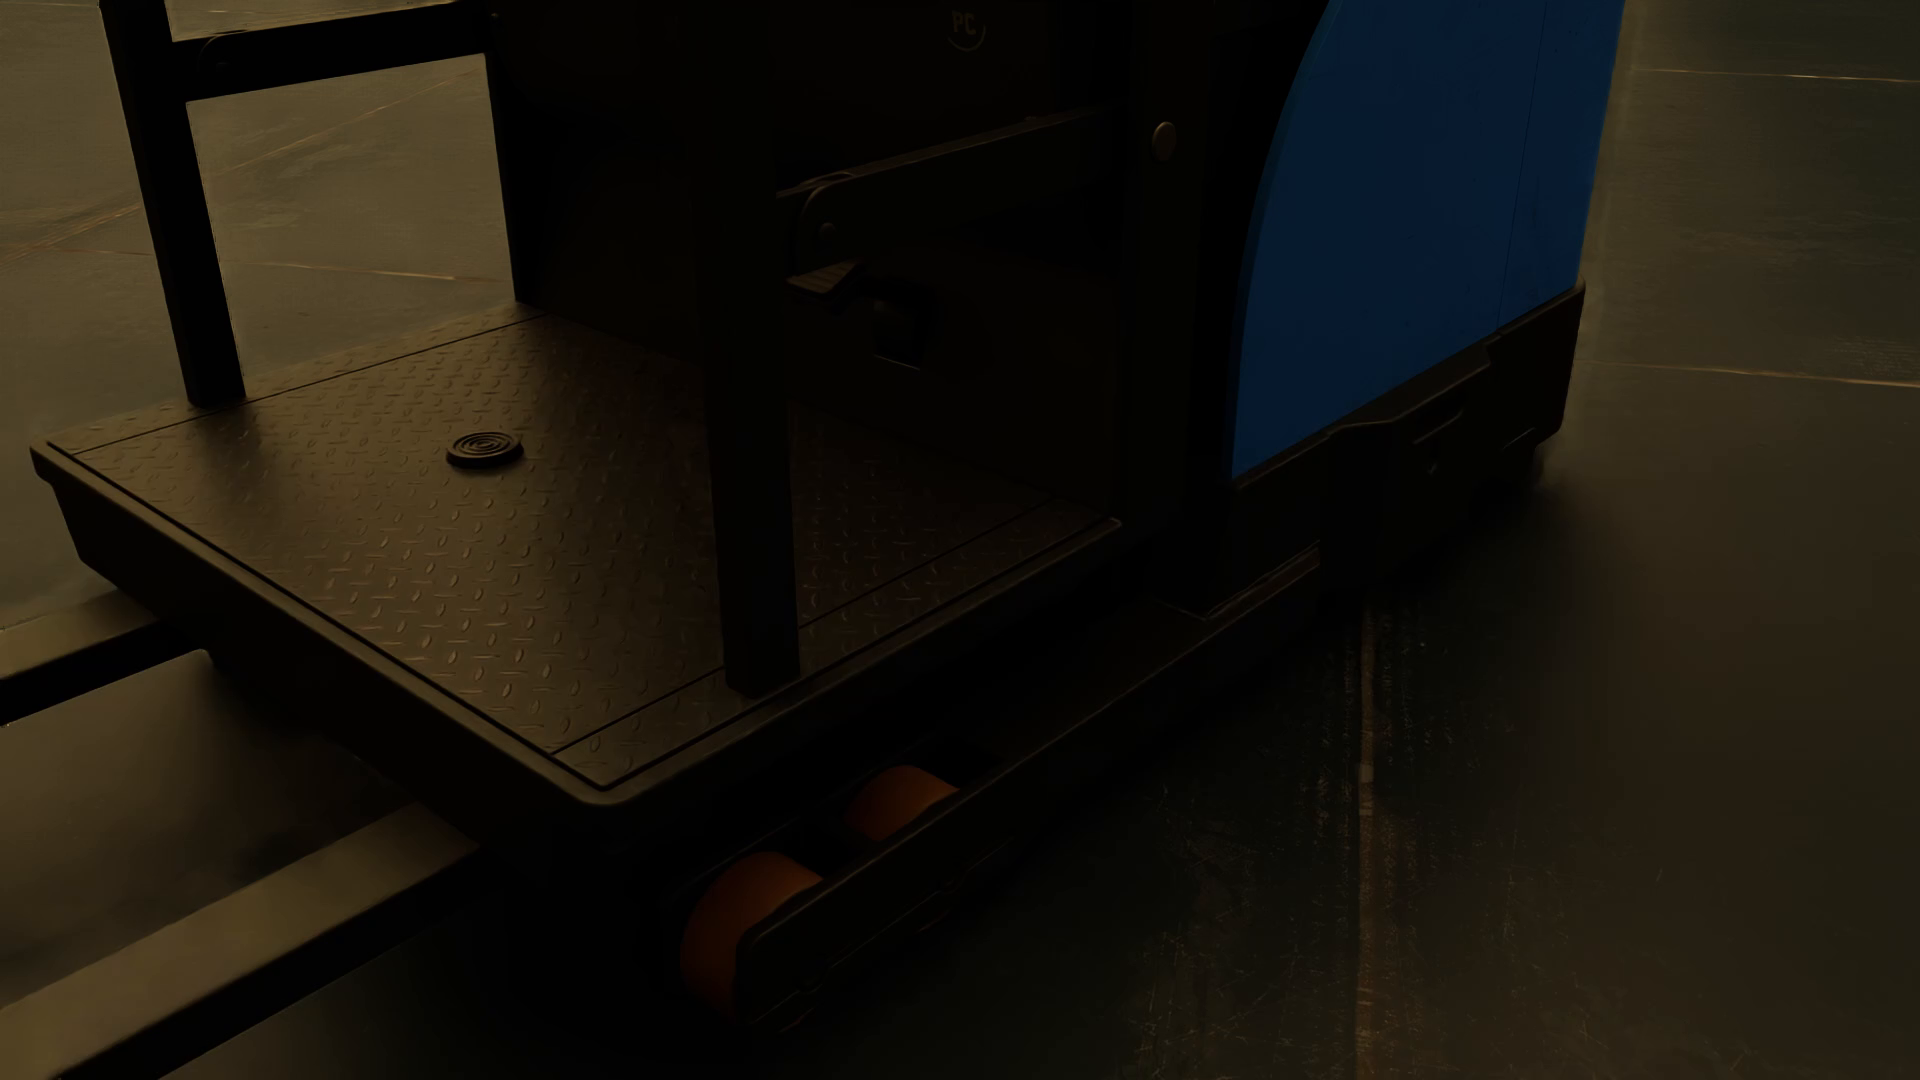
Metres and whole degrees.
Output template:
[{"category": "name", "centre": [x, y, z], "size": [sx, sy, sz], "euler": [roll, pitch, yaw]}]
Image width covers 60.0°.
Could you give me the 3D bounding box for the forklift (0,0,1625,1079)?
[{"category": "forklift", "centre": [-0.367, -1.100, 1.427], "size": [1.130, 2.935, 3.031], "euler": [22, 34, 36]}]
